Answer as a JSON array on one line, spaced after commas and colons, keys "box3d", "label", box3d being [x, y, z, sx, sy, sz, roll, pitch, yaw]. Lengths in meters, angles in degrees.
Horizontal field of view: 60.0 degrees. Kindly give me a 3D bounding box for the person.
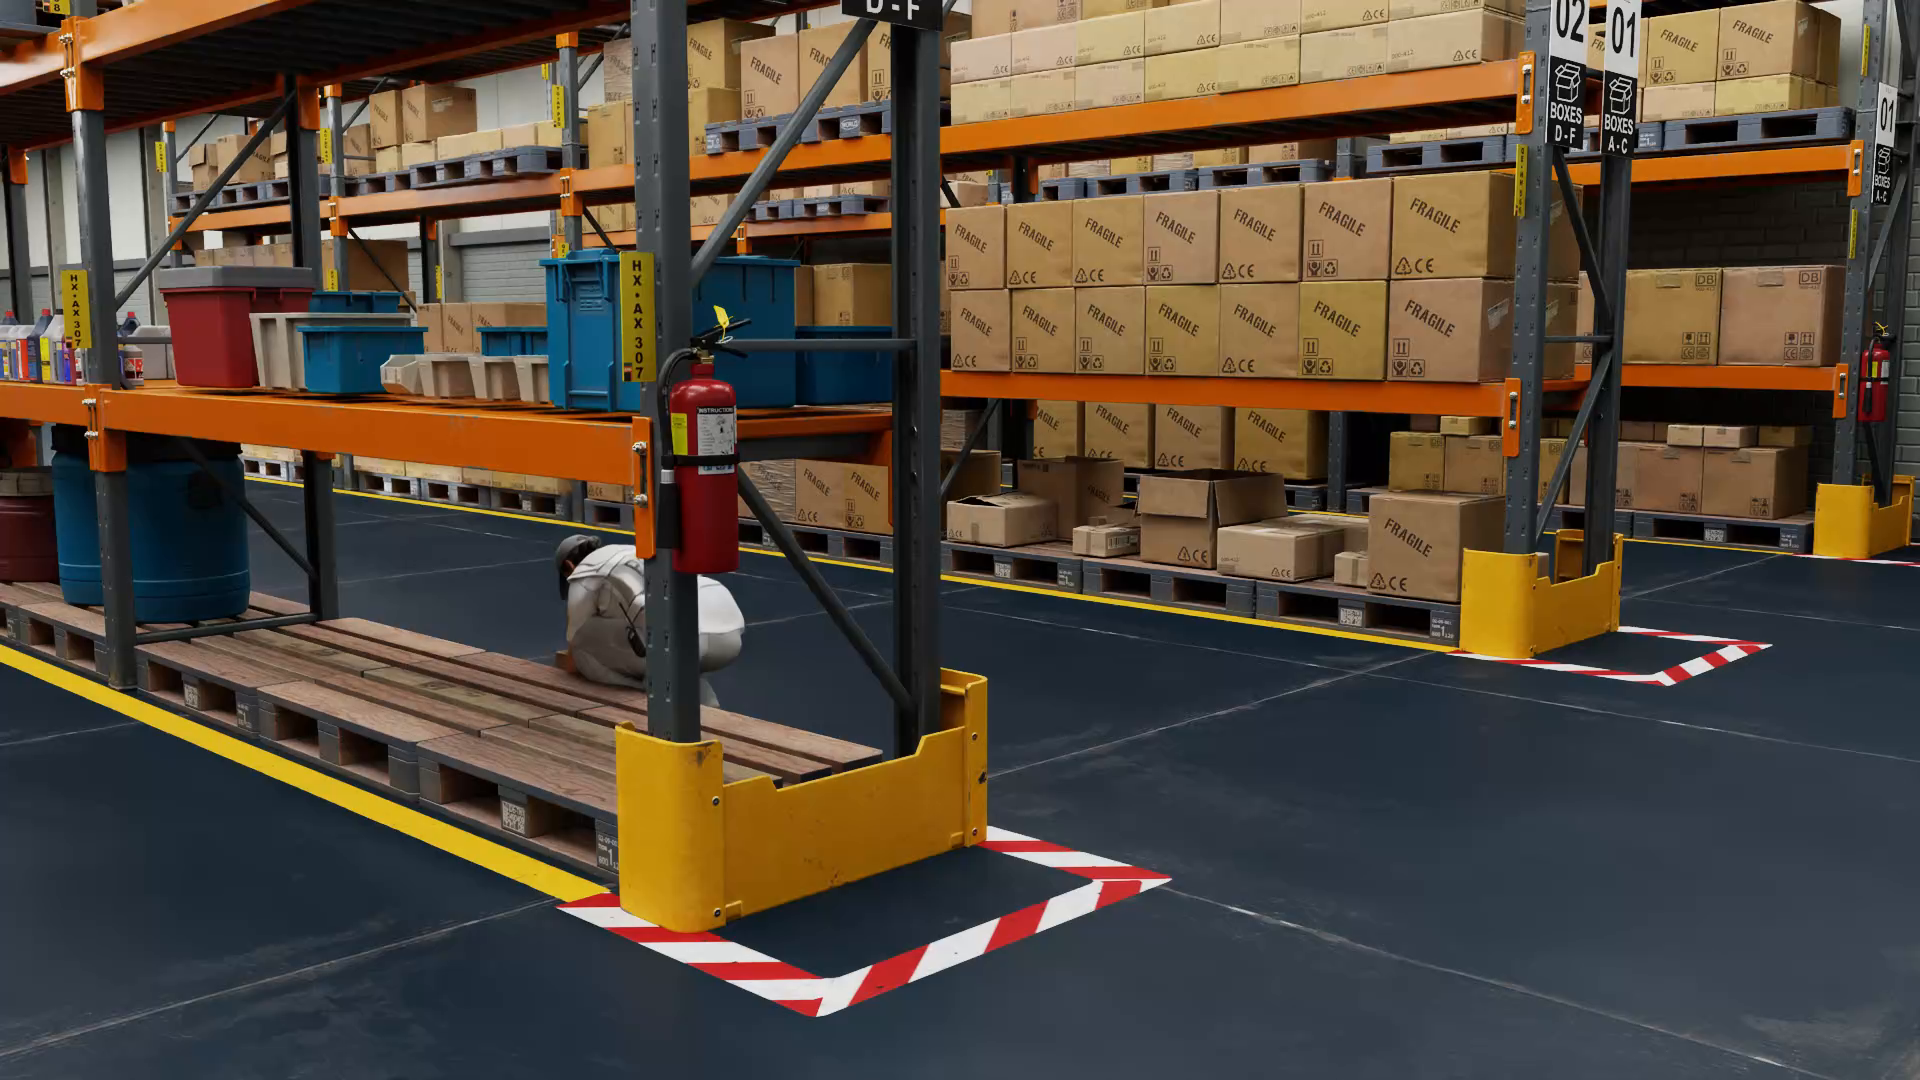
[{"box3d": [-1.255, 0.404, 6.550, 0.899, 0.816, 0.512, 6, 10, 42], "label": "person"}]
